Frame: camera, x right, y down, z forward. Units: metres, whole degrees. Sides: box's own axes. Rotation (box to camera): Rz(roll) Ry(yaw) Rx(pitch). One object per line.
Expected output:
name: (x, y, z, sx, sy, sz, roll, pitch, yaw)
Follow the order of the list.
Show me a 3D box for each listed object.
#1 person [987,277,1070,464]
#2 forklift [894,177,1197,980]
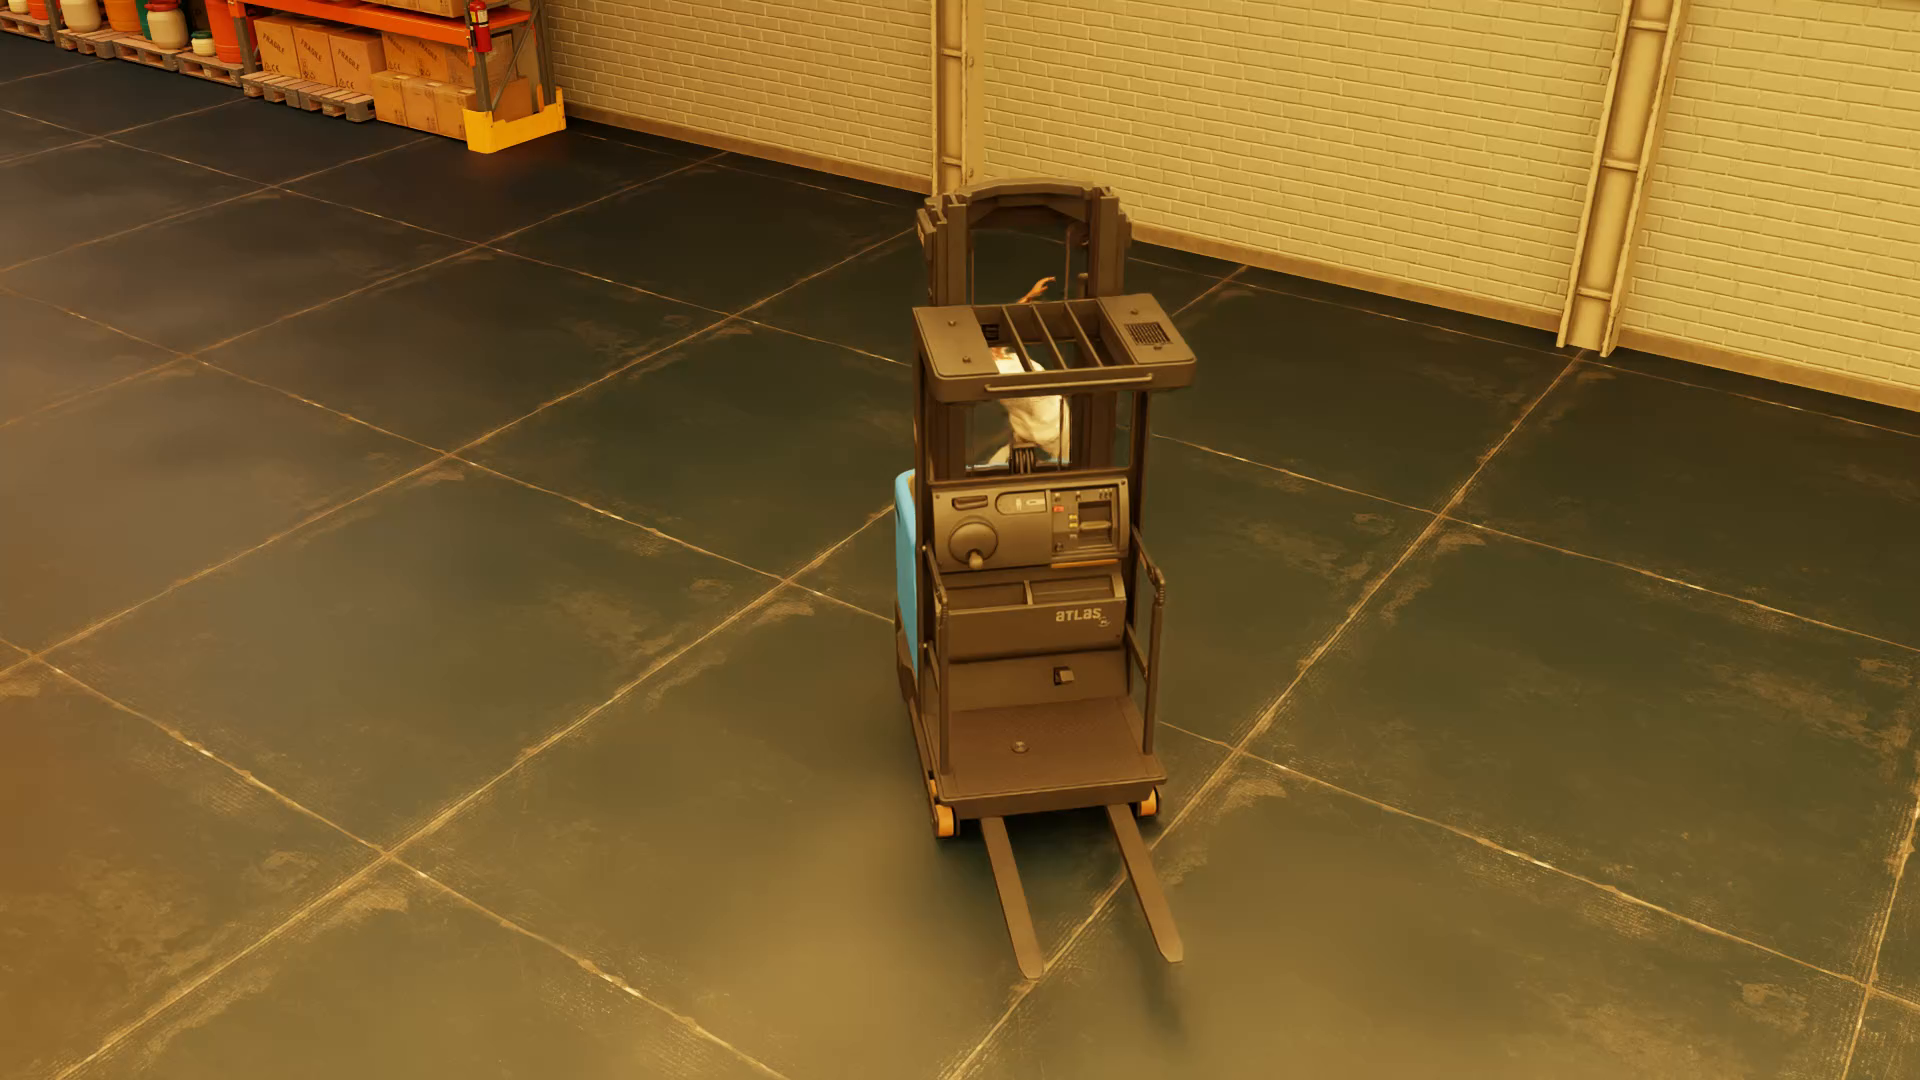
person: (0.501, -0.676, 10.050, 0.715, 1.583, 1.103, -21, 36, -31)
forklift: (0.372, -0.027, 7.627, 1.130, 2.935, 3.031, -5, 30, -8)
